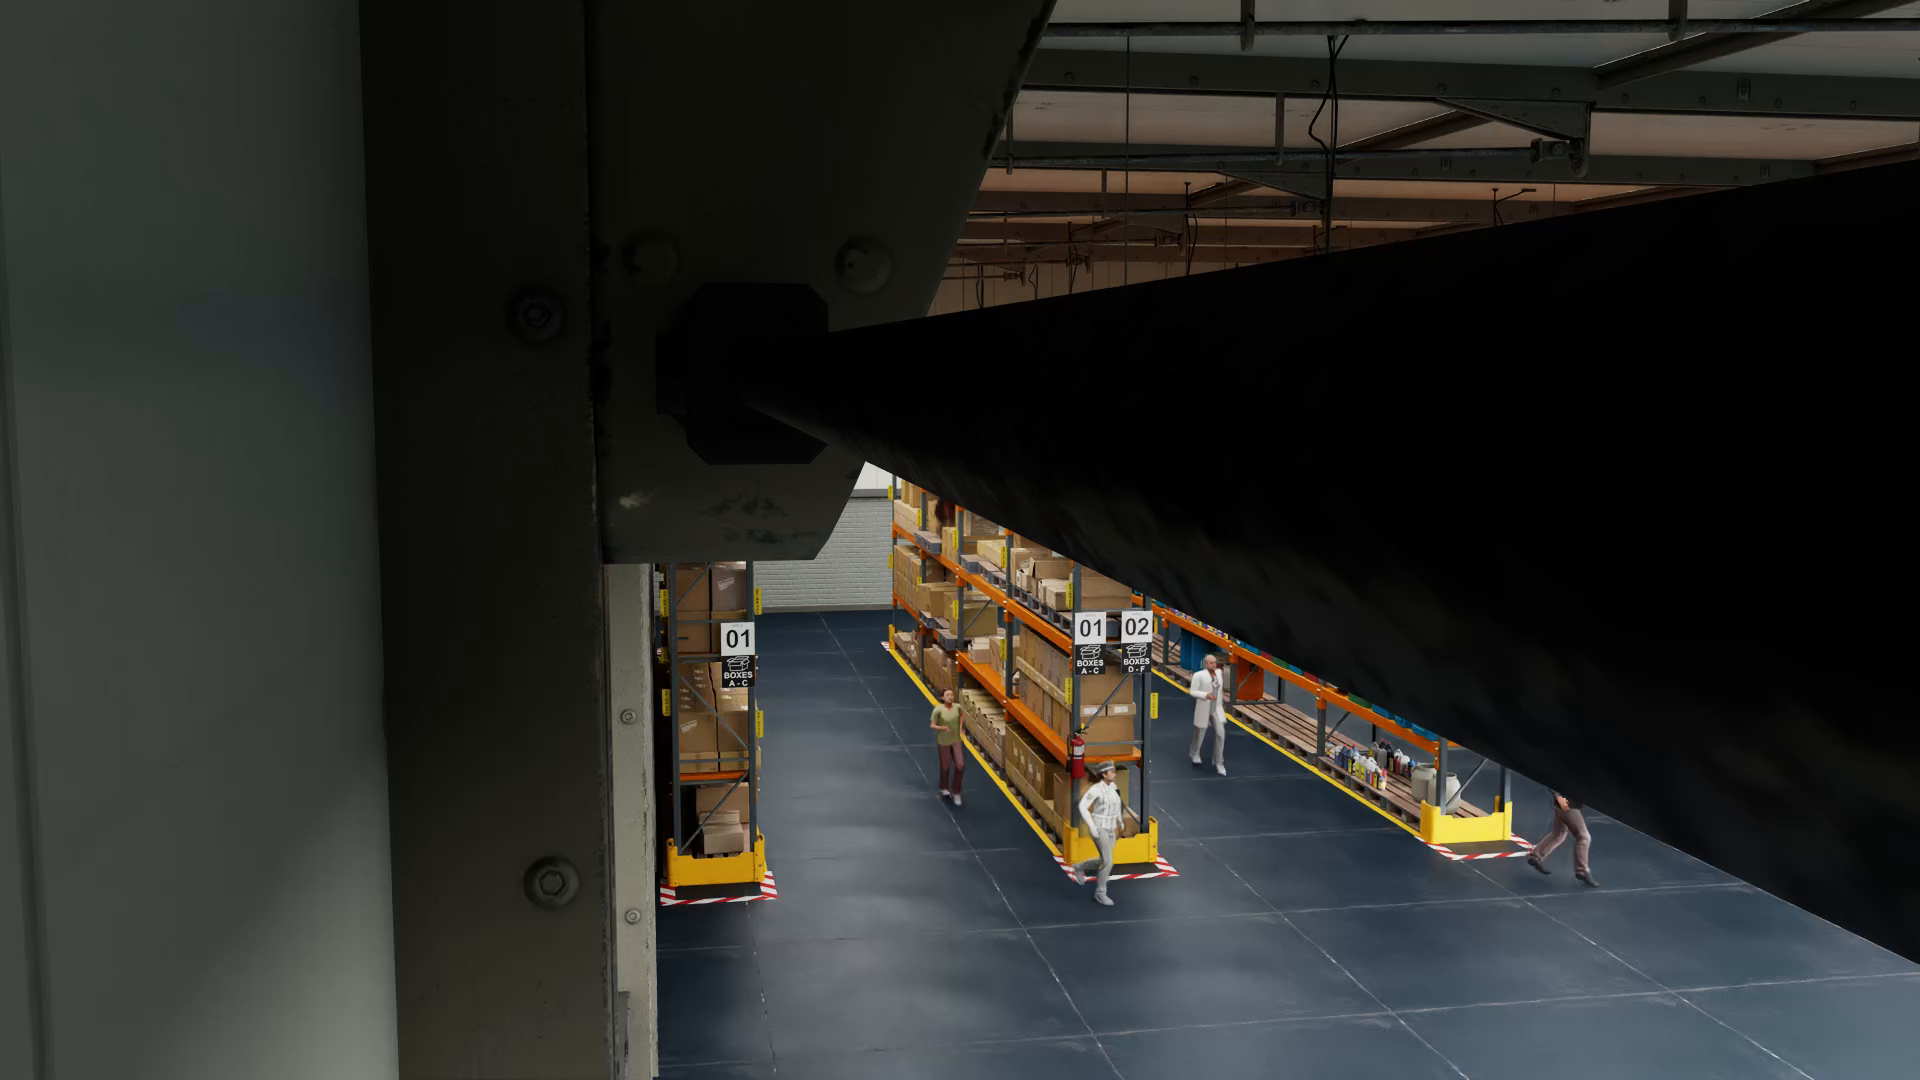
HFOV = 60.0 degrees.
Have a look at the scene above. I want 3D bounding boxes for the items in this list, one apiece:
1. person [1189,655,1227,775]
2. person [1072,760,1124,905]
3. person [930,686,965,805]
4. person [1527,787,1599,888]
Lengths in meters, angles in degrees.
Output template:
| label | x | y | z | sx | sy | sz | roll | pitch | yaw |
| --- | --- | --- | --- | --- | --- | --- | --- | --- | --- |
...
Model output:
| label | x | y | z | sx | sy | sz | roll | pitch | yaw |
| --- | --- | --- | --- | --- | --- | --- | --- | --- | --- |
| person | 3.819 | 2.716 | 25.733 | 0.636 | 1.741 | 0.936 | -2 | 6 | -14 |
| person | 1.633 | 3.417 | 19.674 | 0.645 | 1.676 | 0.659 | 5 | 8 | 41 |
| person | -0.162 | 2.938 | 23.824 | 0.556 | 1.710 | 0.711 | -1 | 6 | -13 |
| person | 7.376 | 3.278 | 20.250 | 0.846 | 1.756 | 0.652 | 3 | 7 | 23 |
